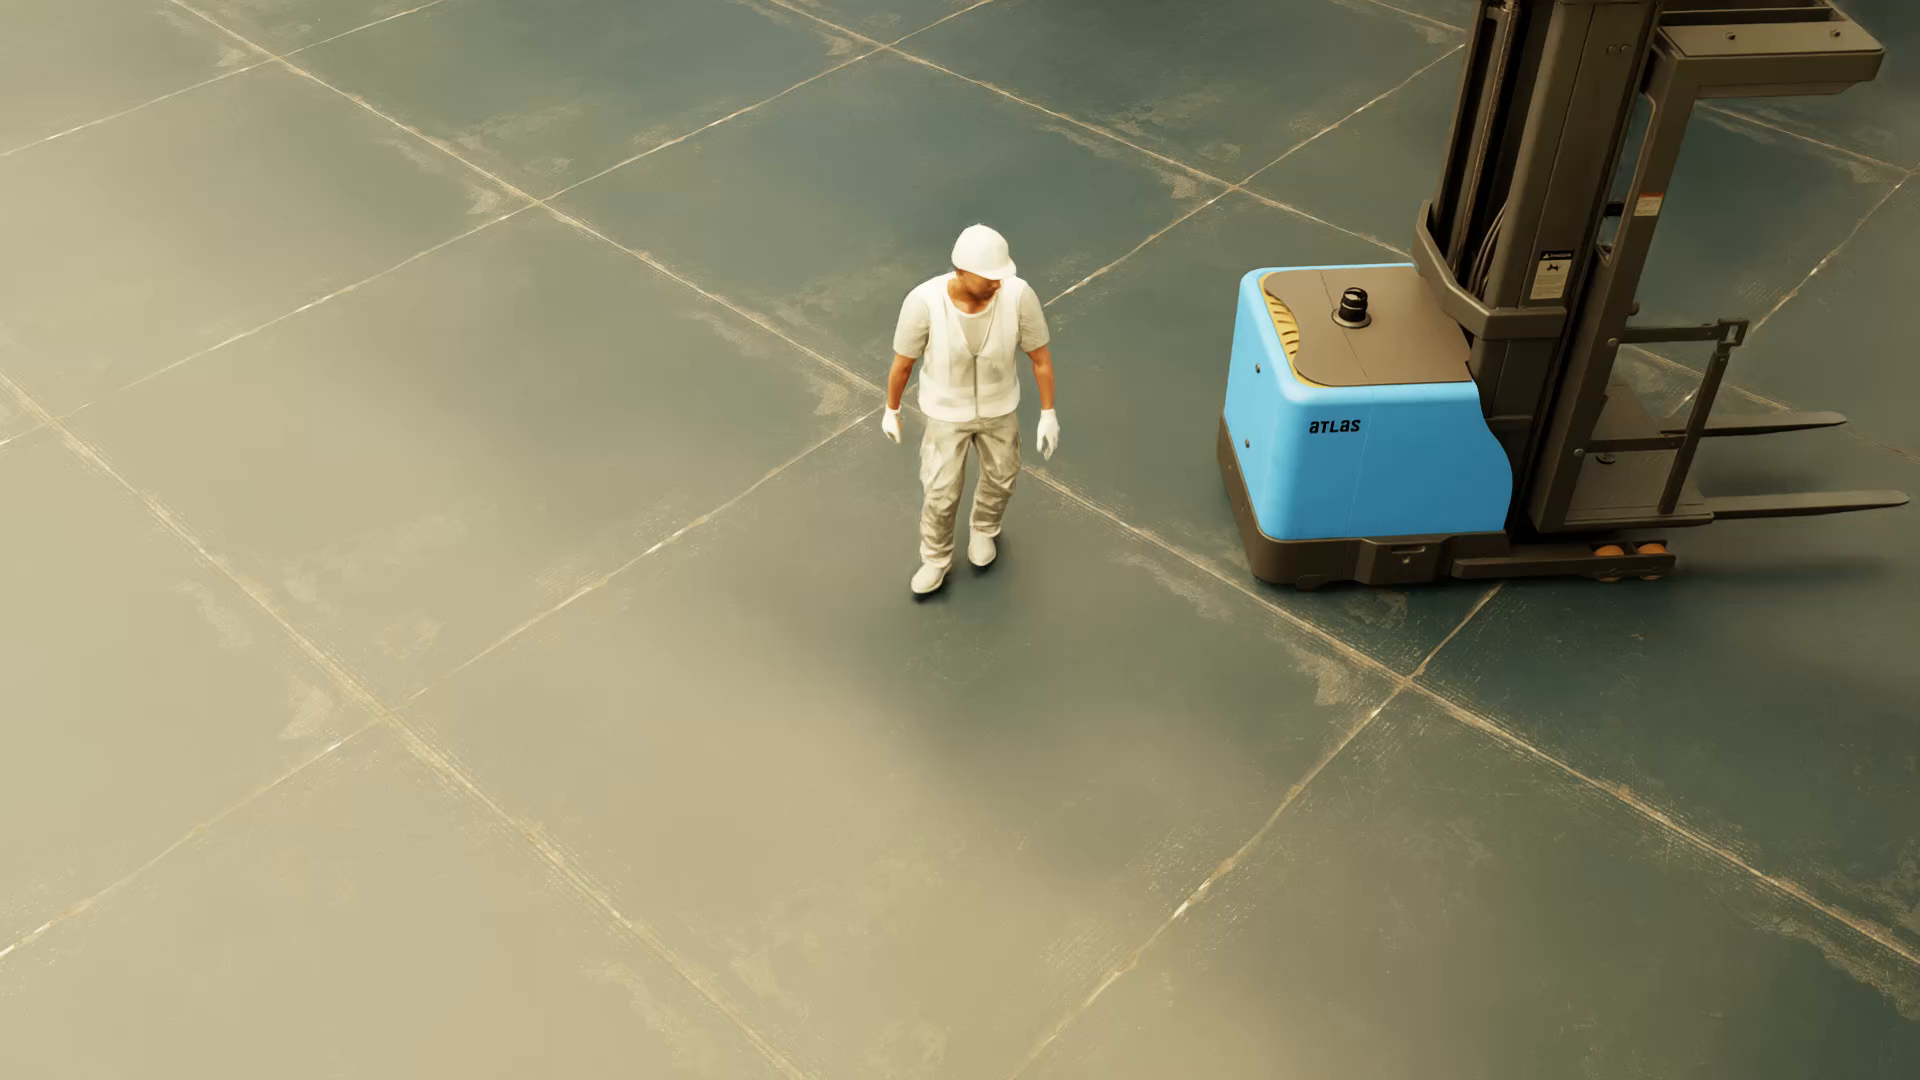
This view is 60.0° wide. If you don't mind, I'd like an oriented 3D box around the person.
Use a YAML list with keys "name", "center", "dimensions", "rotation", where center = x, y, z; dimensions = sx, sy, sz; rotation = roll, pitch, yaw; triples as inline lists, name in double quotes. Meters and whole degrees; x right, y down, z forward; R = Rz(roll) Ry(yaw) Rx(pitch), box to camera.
- name: "person"
  center: [0.034, -0.538, 6.977]
  dimensions: [0.698, 1.752, 0.514]
  rotation: [-9, 42, -11]

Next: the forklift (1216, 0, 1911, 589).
- name: "forklift"
  center: [2.782, -1.269, 6.907]
  dimensions: [3.031, 2.935, 1.130]
  rotation: [-3, 41, -3]
